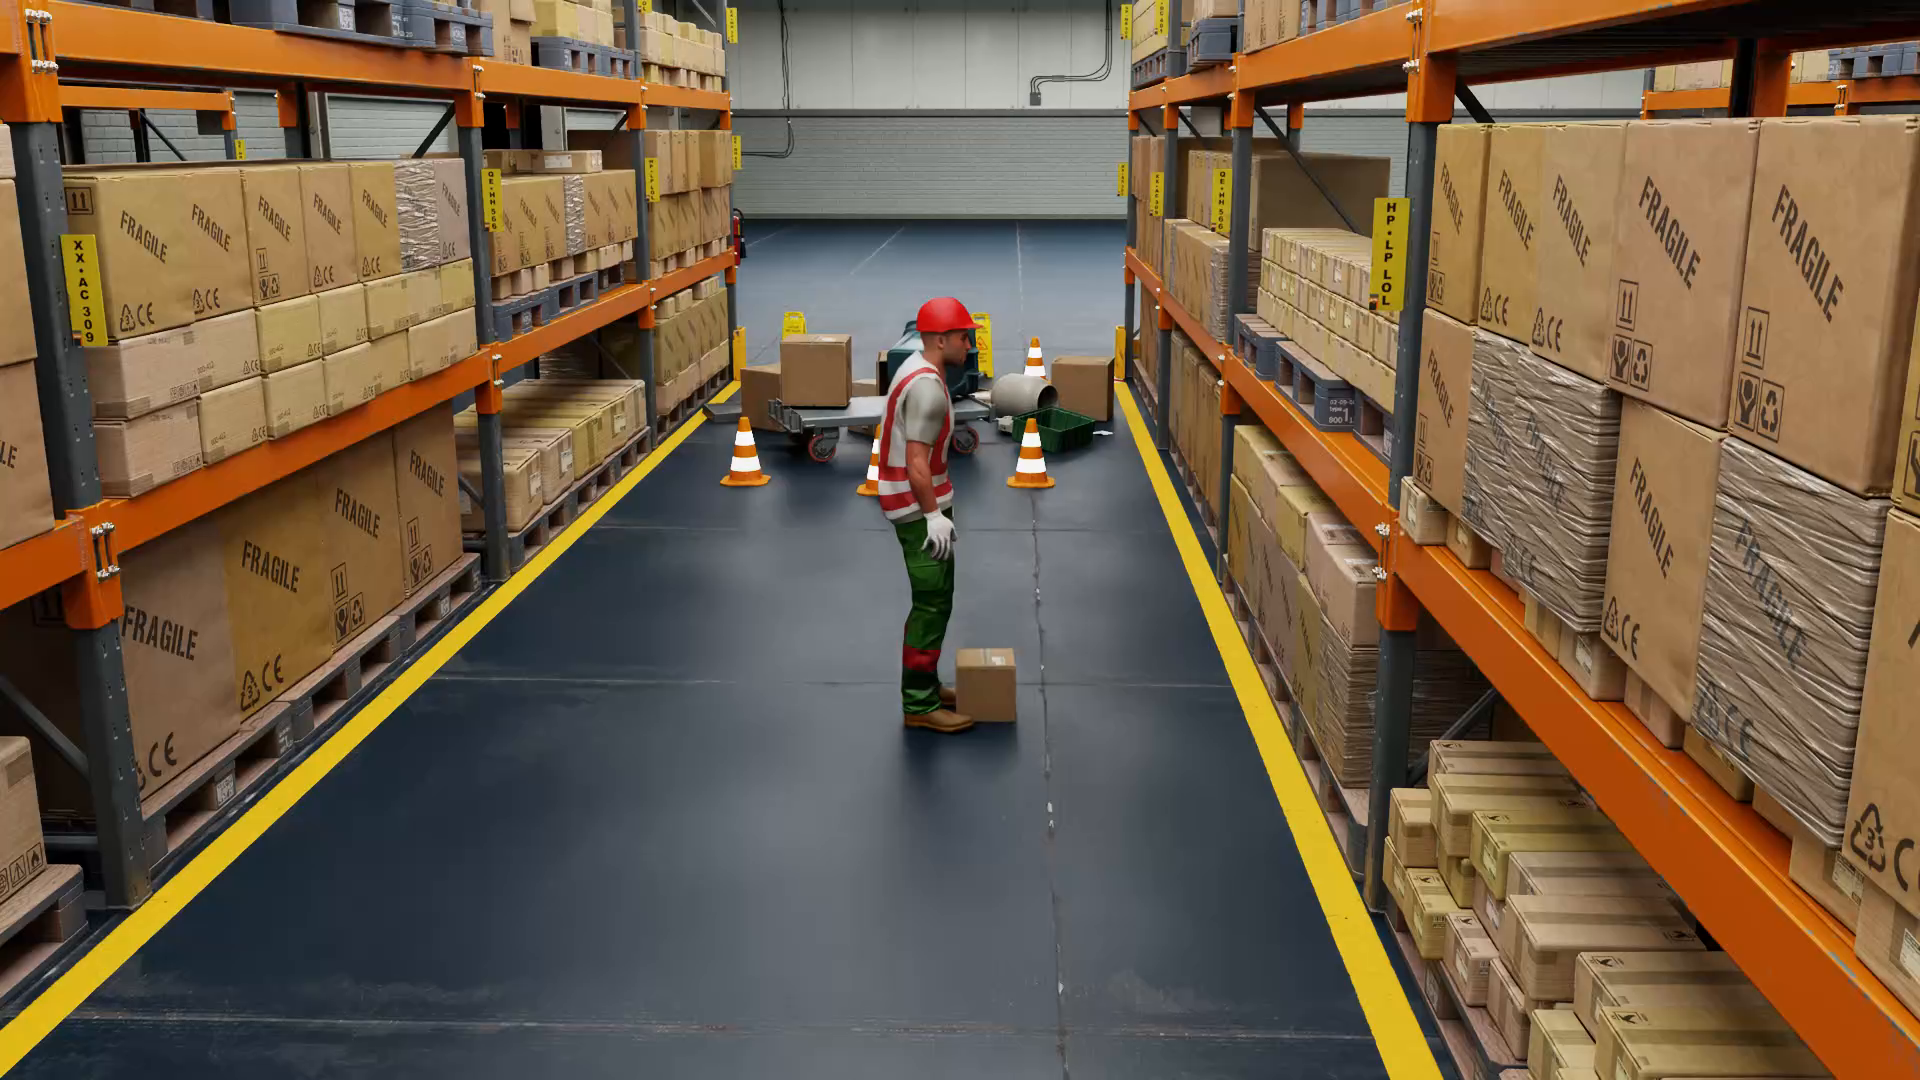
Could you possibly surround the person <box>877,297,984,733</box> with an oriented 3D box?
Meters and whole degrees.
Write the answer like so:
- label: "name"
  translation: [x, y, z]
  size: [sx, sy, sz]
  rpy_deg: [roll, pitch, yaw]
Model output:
- label: "person"
  translation: [-0.122, -0.118, 6.949]
  size: [0.446, 1.779, 0.589]
  rpy_deg: [0, 14, -1]
